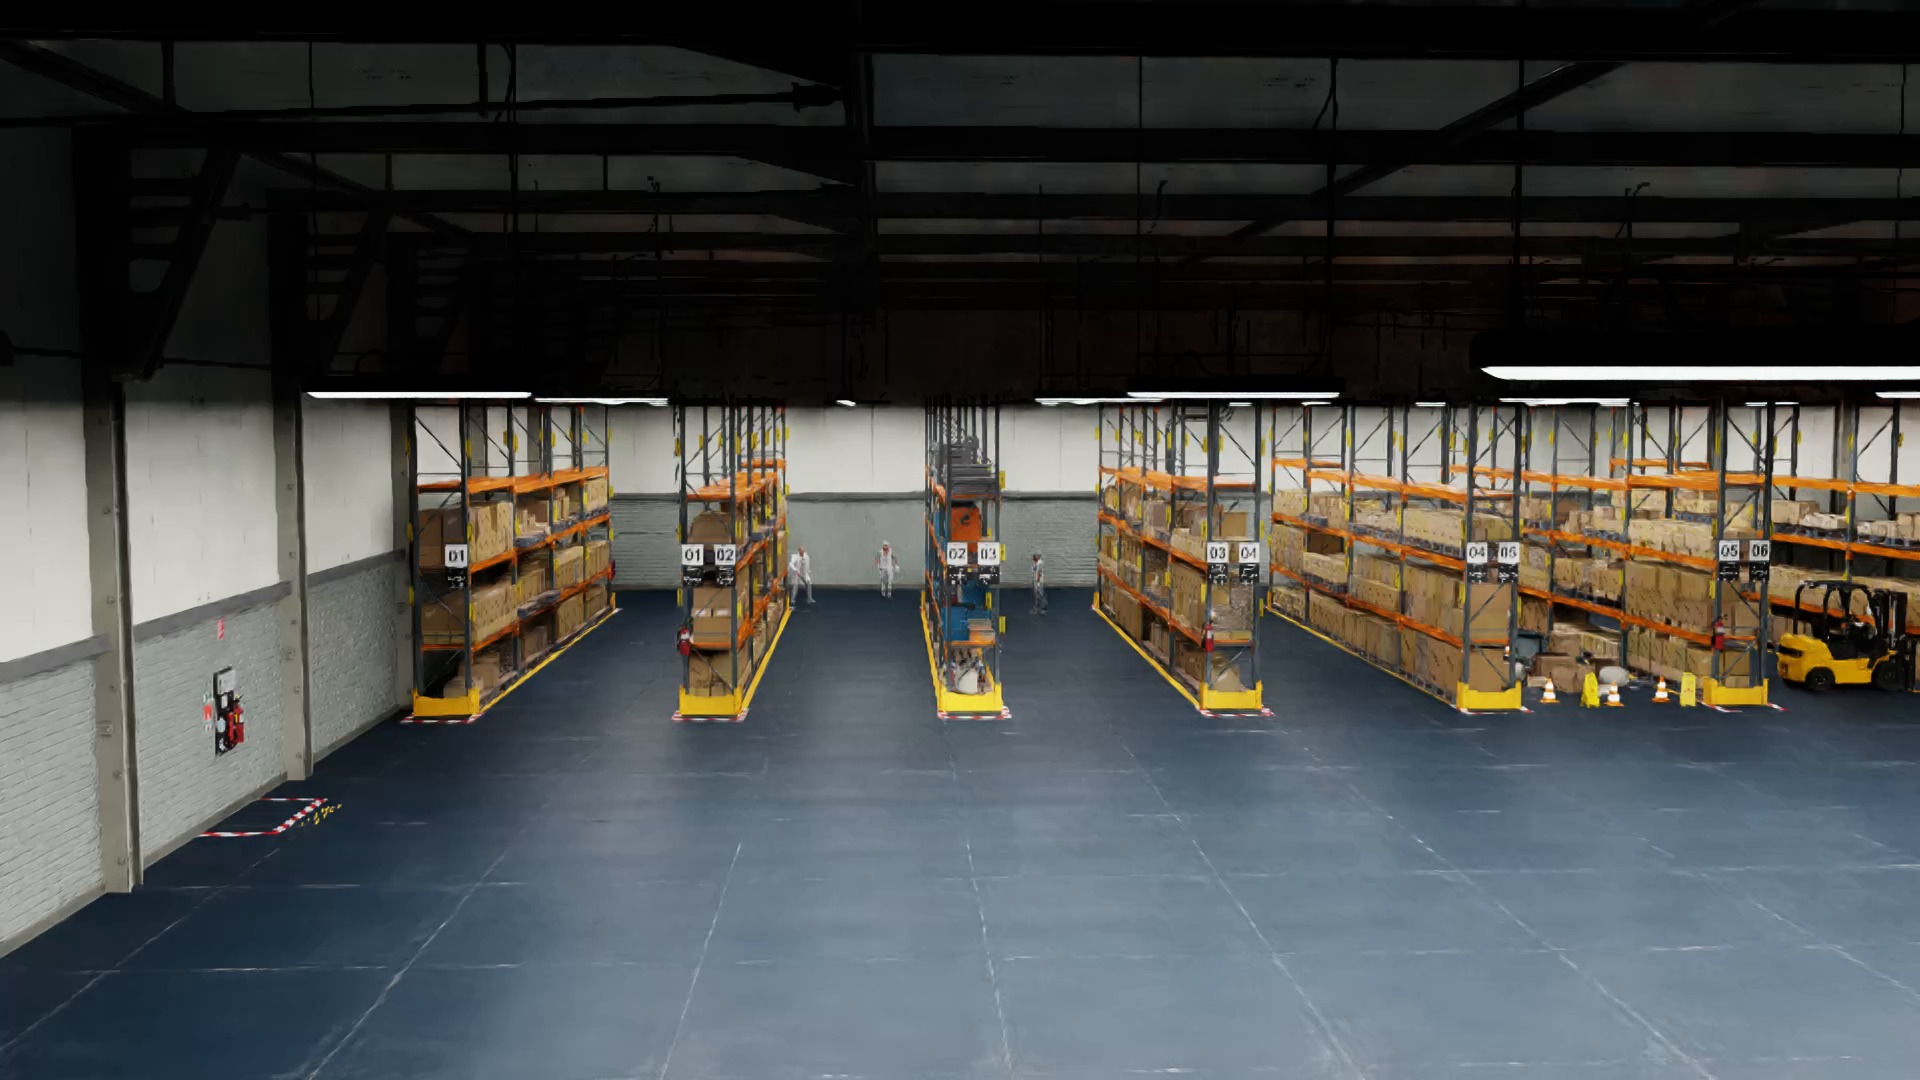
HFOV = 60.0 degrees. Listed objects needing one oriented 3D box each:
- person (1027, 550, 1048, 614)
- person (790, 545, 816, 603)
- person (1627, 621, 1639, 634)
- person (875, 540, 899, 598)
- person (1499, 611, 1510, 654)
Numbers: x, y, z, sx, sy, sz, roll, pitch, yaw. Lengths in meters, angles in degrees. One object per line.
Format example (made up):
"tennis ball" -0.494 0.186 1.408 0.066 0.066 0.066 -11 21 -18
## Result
"person" 2.163 1.160 46.479 0.585 1.787 0.740 0 5 3
"person" -4.670 1.004 48.754 0.716 1.719 0.846 -2 5 -23
"person" 16.548 1.654 40.966 0.478 1.660 0.505 2 5 27
"person" -2.217 0.867 50.378 0.711 1.730 0.680 0 5 2
"person" 12.721 1.760 38.808 0.570 1.768 0.626 2 5 25
